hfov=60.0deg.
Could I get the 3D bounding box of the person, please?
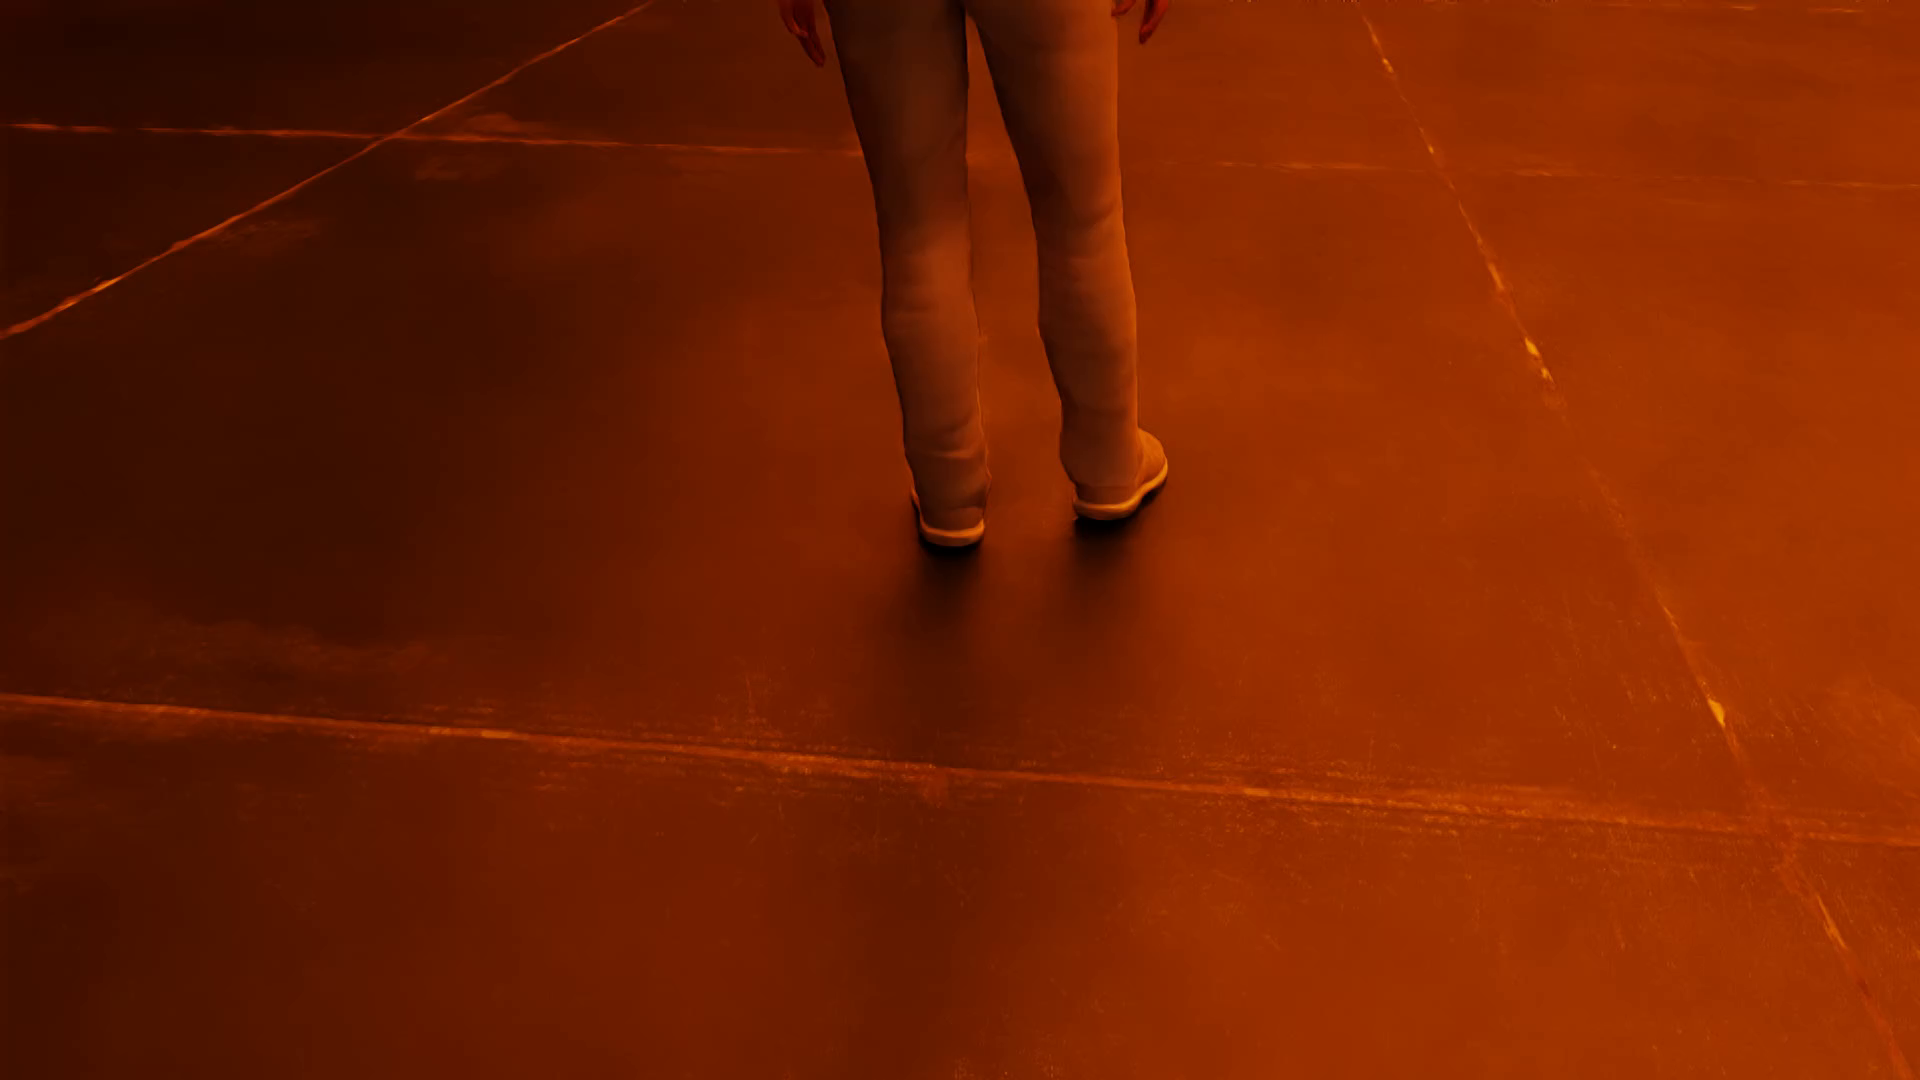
[{"bbox_3d":[0.029,-0.796,2.183,0.570,1.693,0.529,3,27,7],"label":"person"}]
